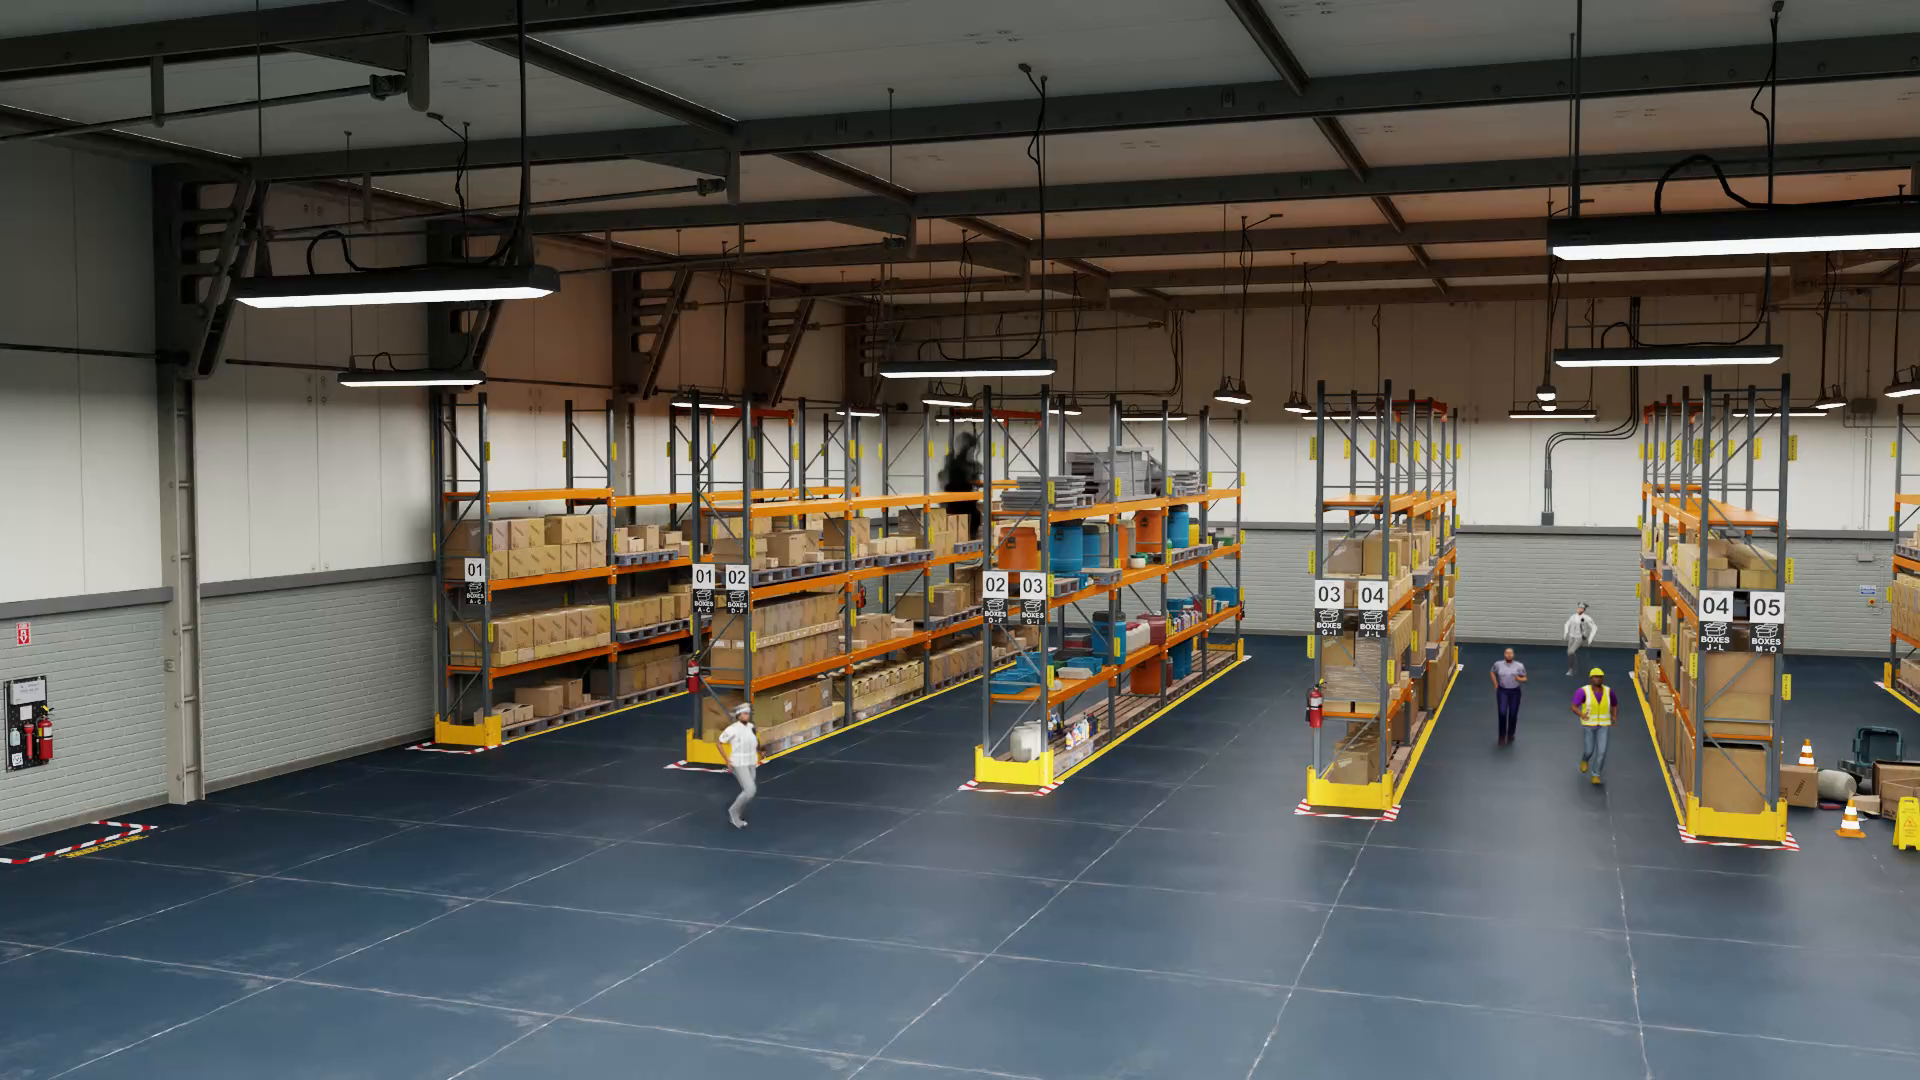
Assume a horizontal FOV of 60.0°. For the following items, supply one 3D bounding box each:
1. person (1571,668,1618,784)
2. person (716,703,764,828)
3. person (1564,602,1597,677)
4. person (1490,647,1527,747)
[{"bbox_3d":[9.618,2.795,25.179,0.704,1.725,0.668,0,3,8],"label":"person"},{"bbox_3d":[-2.845,2.981,22.006,0.633,1.660,0.552,2,4,36],"label":"person"},{"bbox_3d":[13.724,2.211,37.000,0.582,1.673,0.663,-2,4,-33],"label":"person"},{"bbox_3d":[9.363,2.684,28.370,0.584,1.683,0.715,1,3,14],"label":"person"}]
